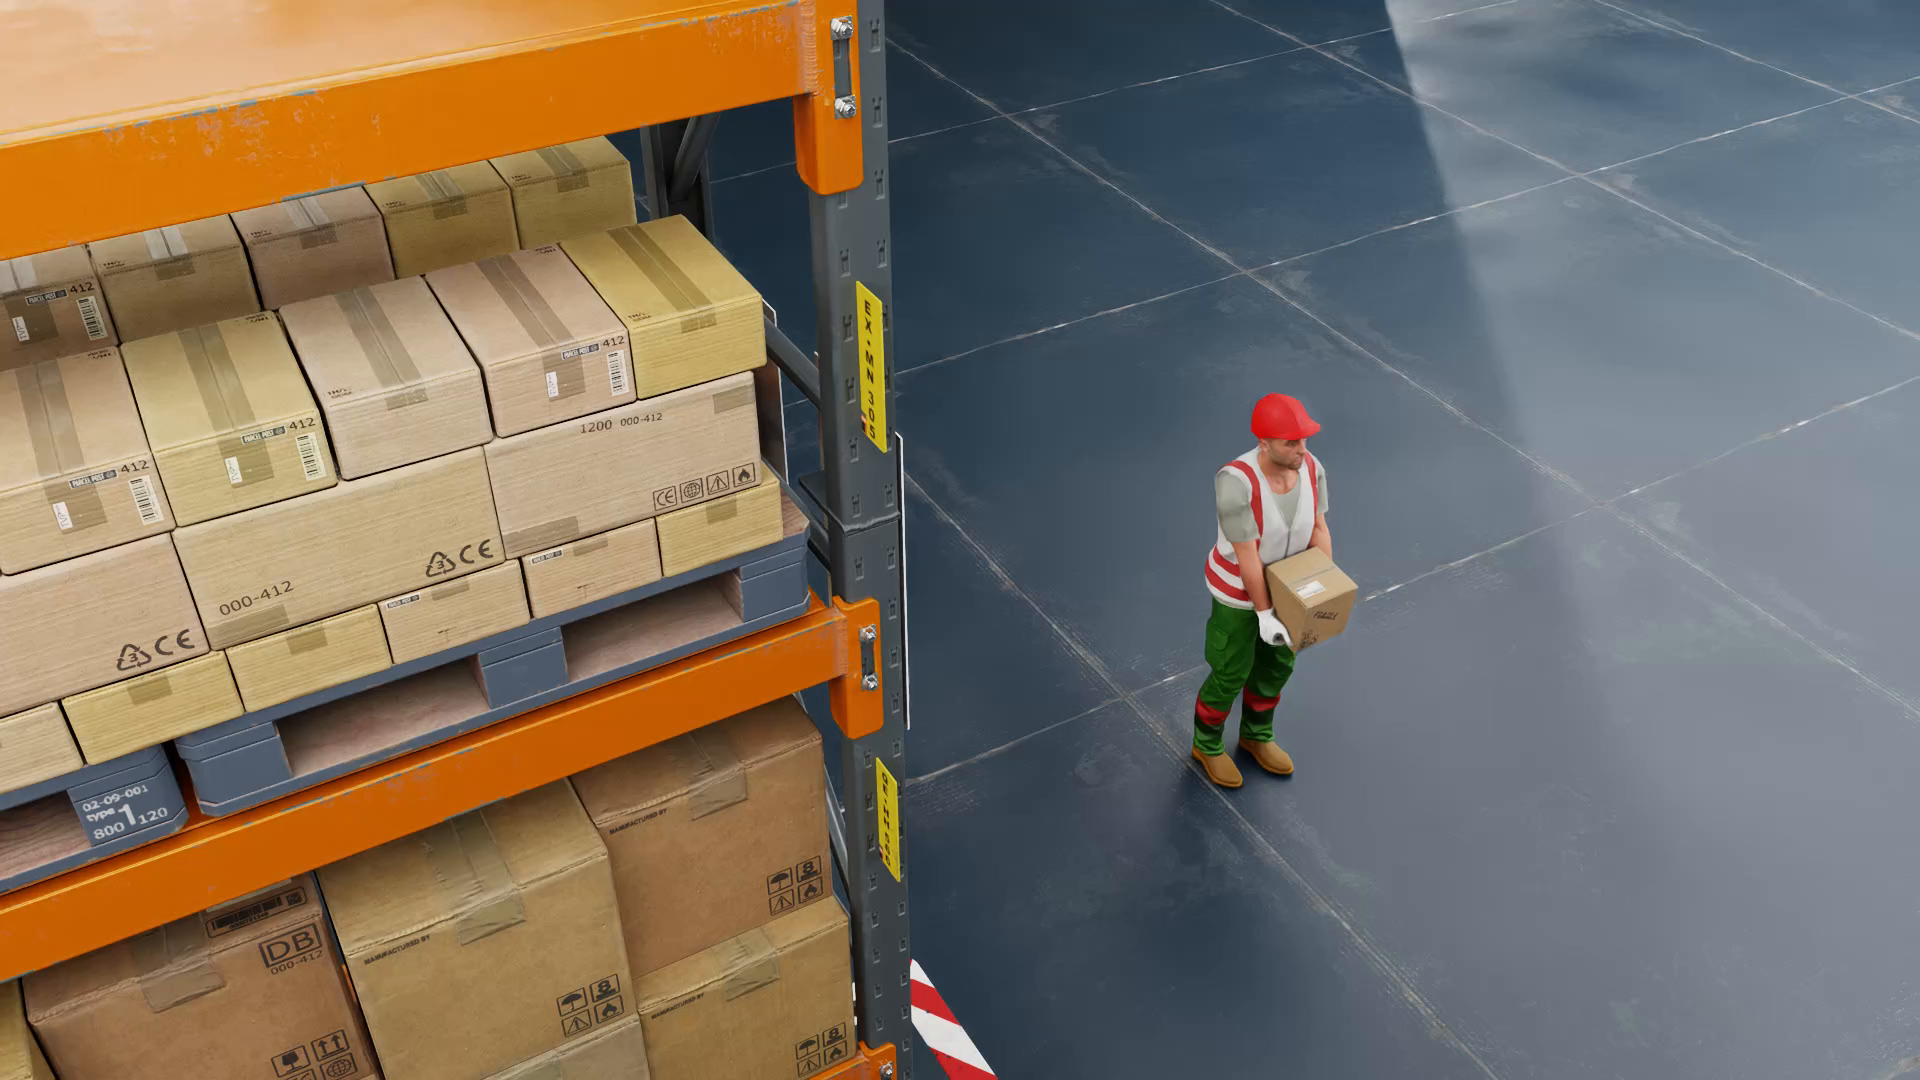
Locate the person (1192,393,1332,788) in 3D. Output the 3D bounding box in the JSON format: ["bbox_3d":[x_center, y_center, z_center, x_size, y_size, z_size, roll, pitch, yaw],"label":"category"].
[{"bbox_3d":[1.244,0.245,6.577,0.495,1.787,0.553,-19,41,-24],"label":"person"}]
